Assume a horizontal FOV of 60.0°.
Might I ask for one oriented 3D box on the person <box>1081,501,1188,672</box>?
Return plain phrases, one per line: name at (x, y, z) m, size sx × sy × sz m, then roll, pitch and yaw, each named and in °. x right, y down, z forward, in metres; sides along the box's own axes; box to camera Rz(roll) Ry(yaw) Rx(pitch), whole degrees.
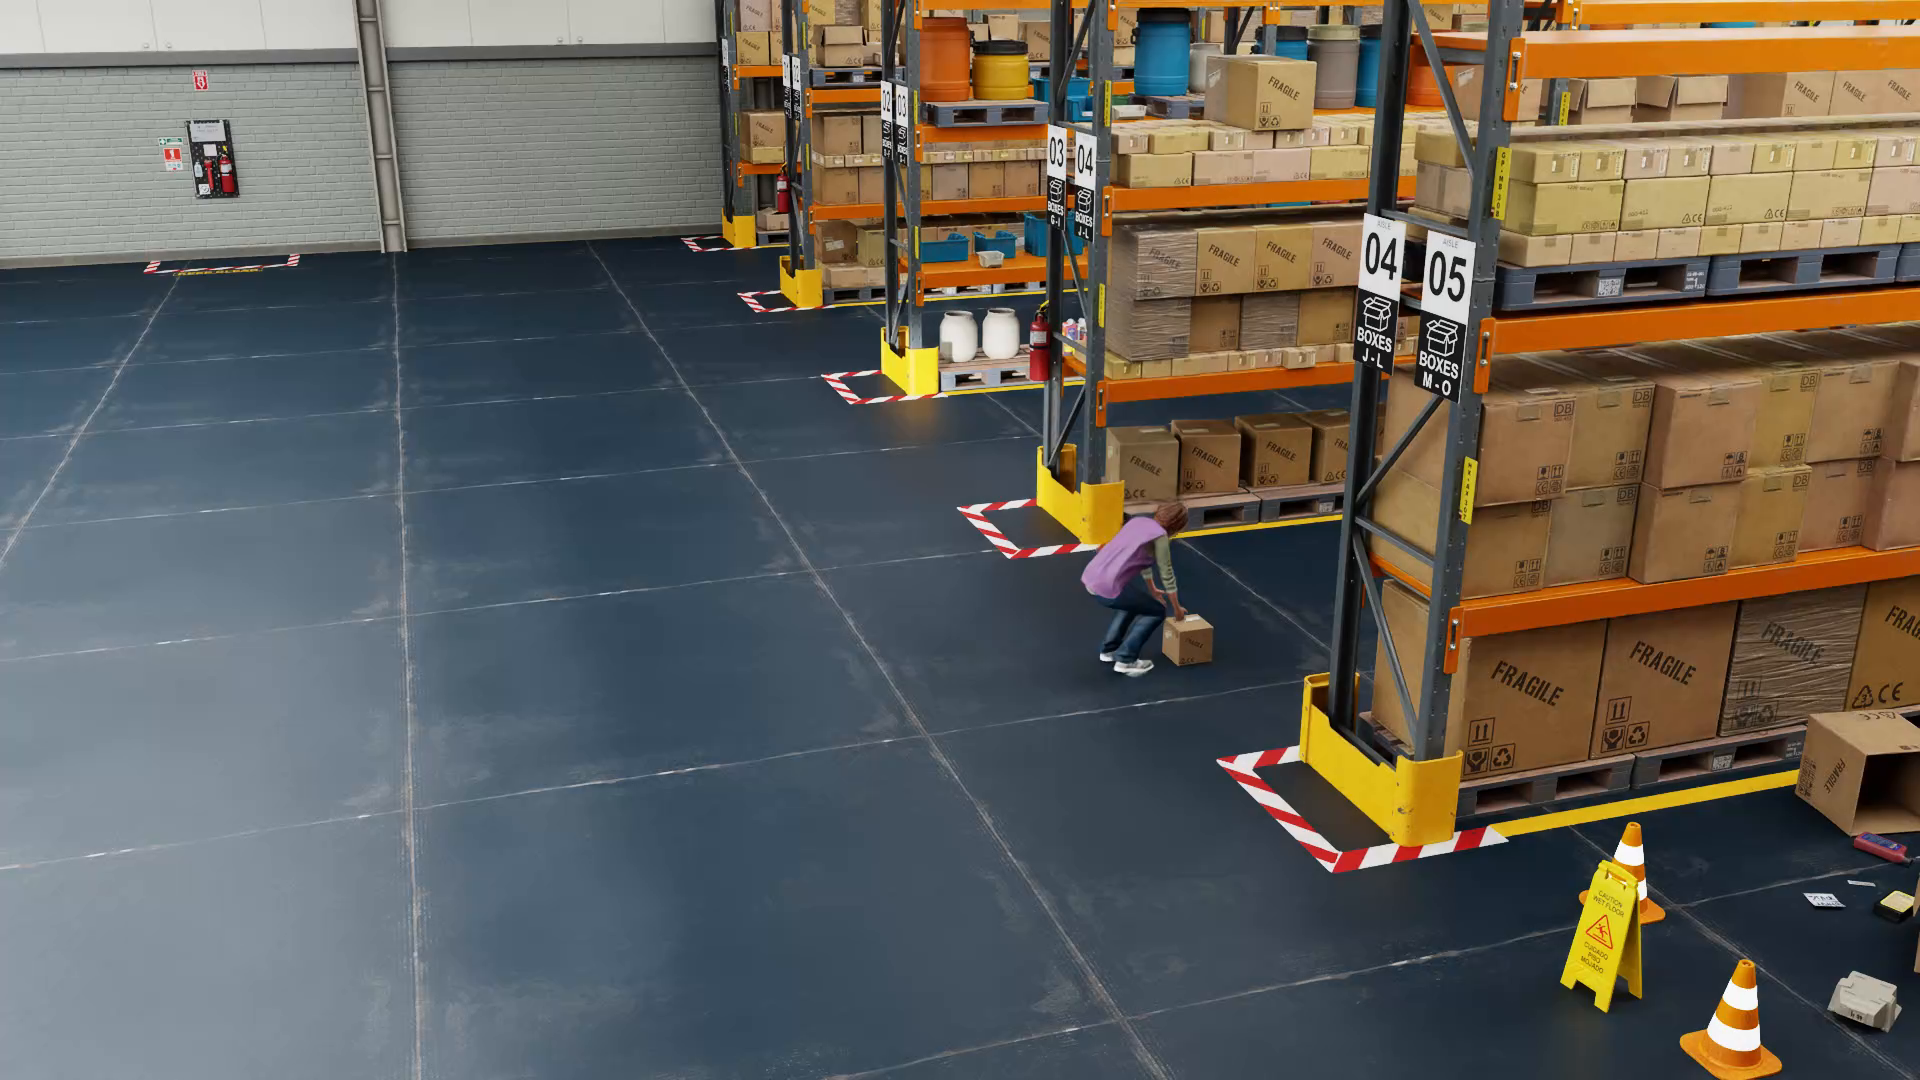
person at (1.148, 0.302, 10.979) m, size 0.745 × 1.102 × 0.460 m, roll -6°, pitch 20°, yaw -17°
